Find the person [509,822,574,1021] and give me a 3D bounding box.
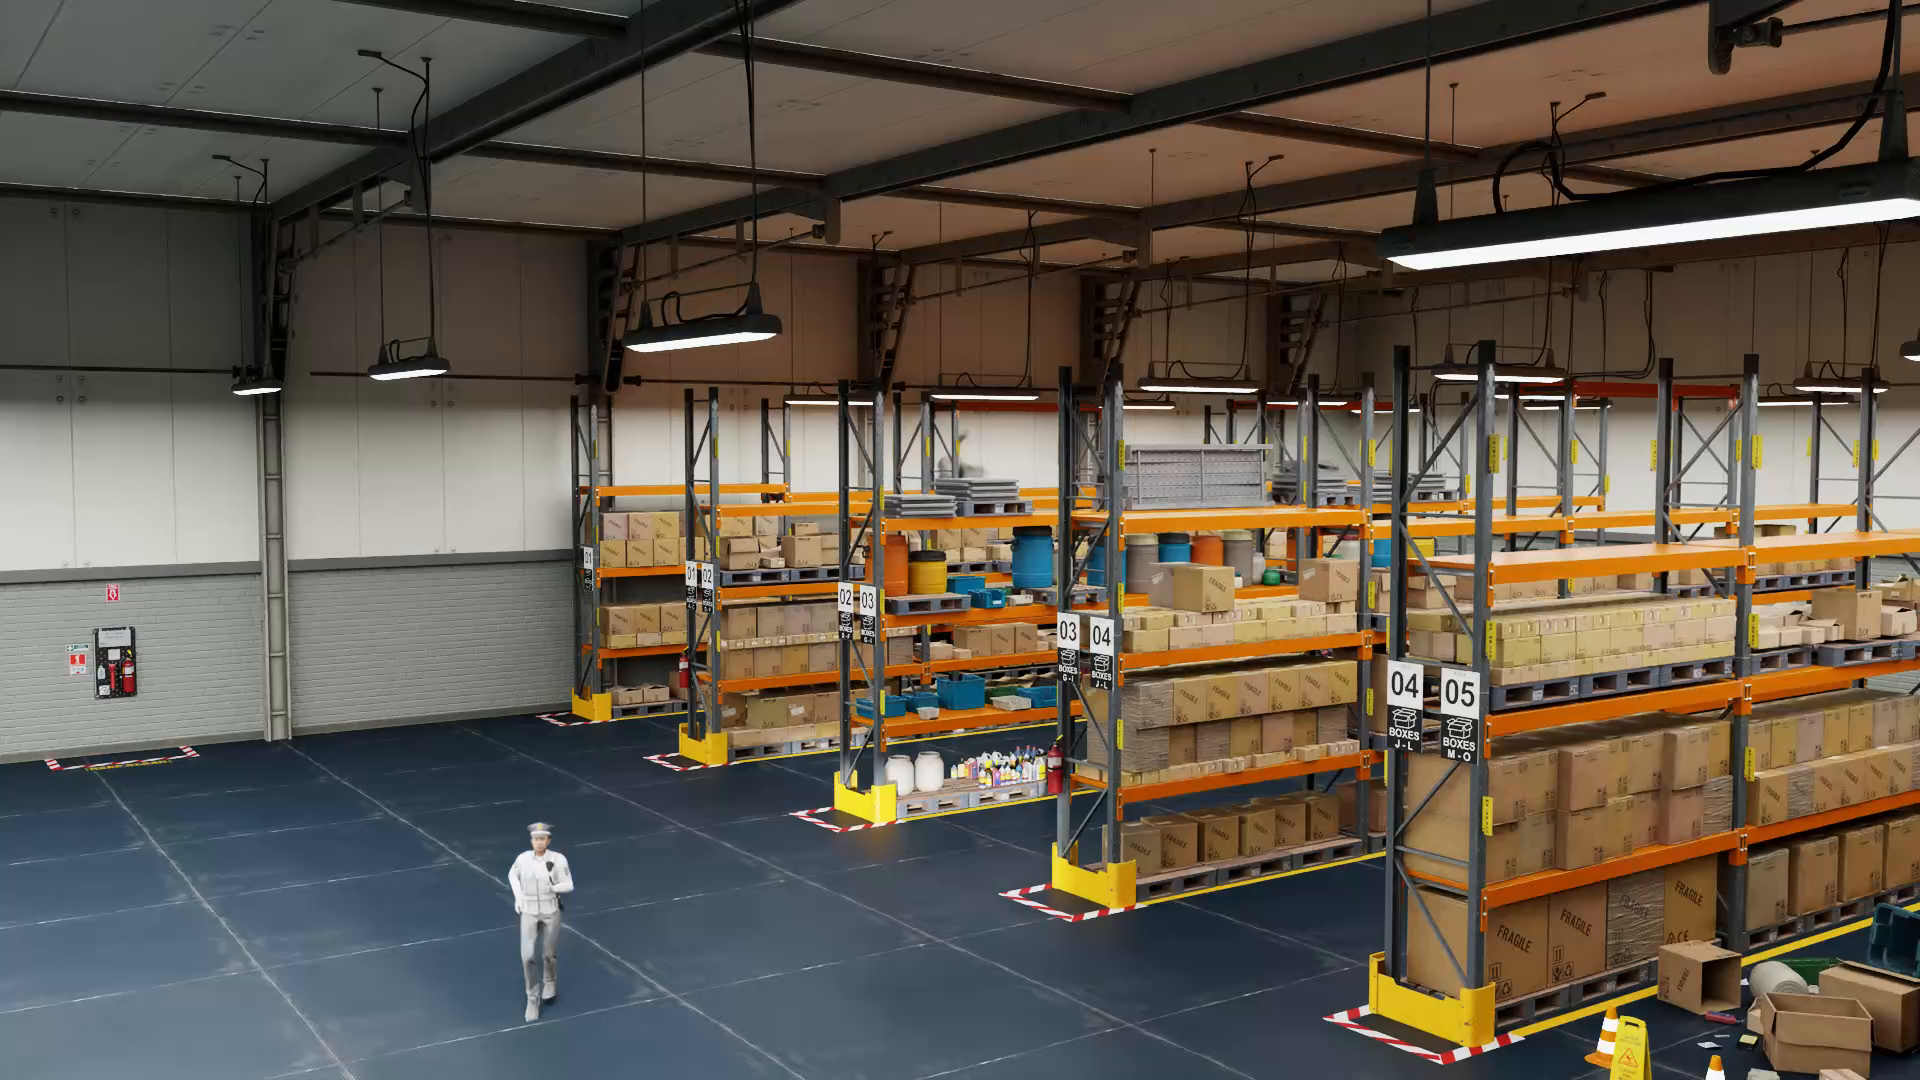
[{"bbox_3d":[-3.791,3.413,15.033,0.593,1.753,0.695,-1,3,-9],"label":"person"}]
